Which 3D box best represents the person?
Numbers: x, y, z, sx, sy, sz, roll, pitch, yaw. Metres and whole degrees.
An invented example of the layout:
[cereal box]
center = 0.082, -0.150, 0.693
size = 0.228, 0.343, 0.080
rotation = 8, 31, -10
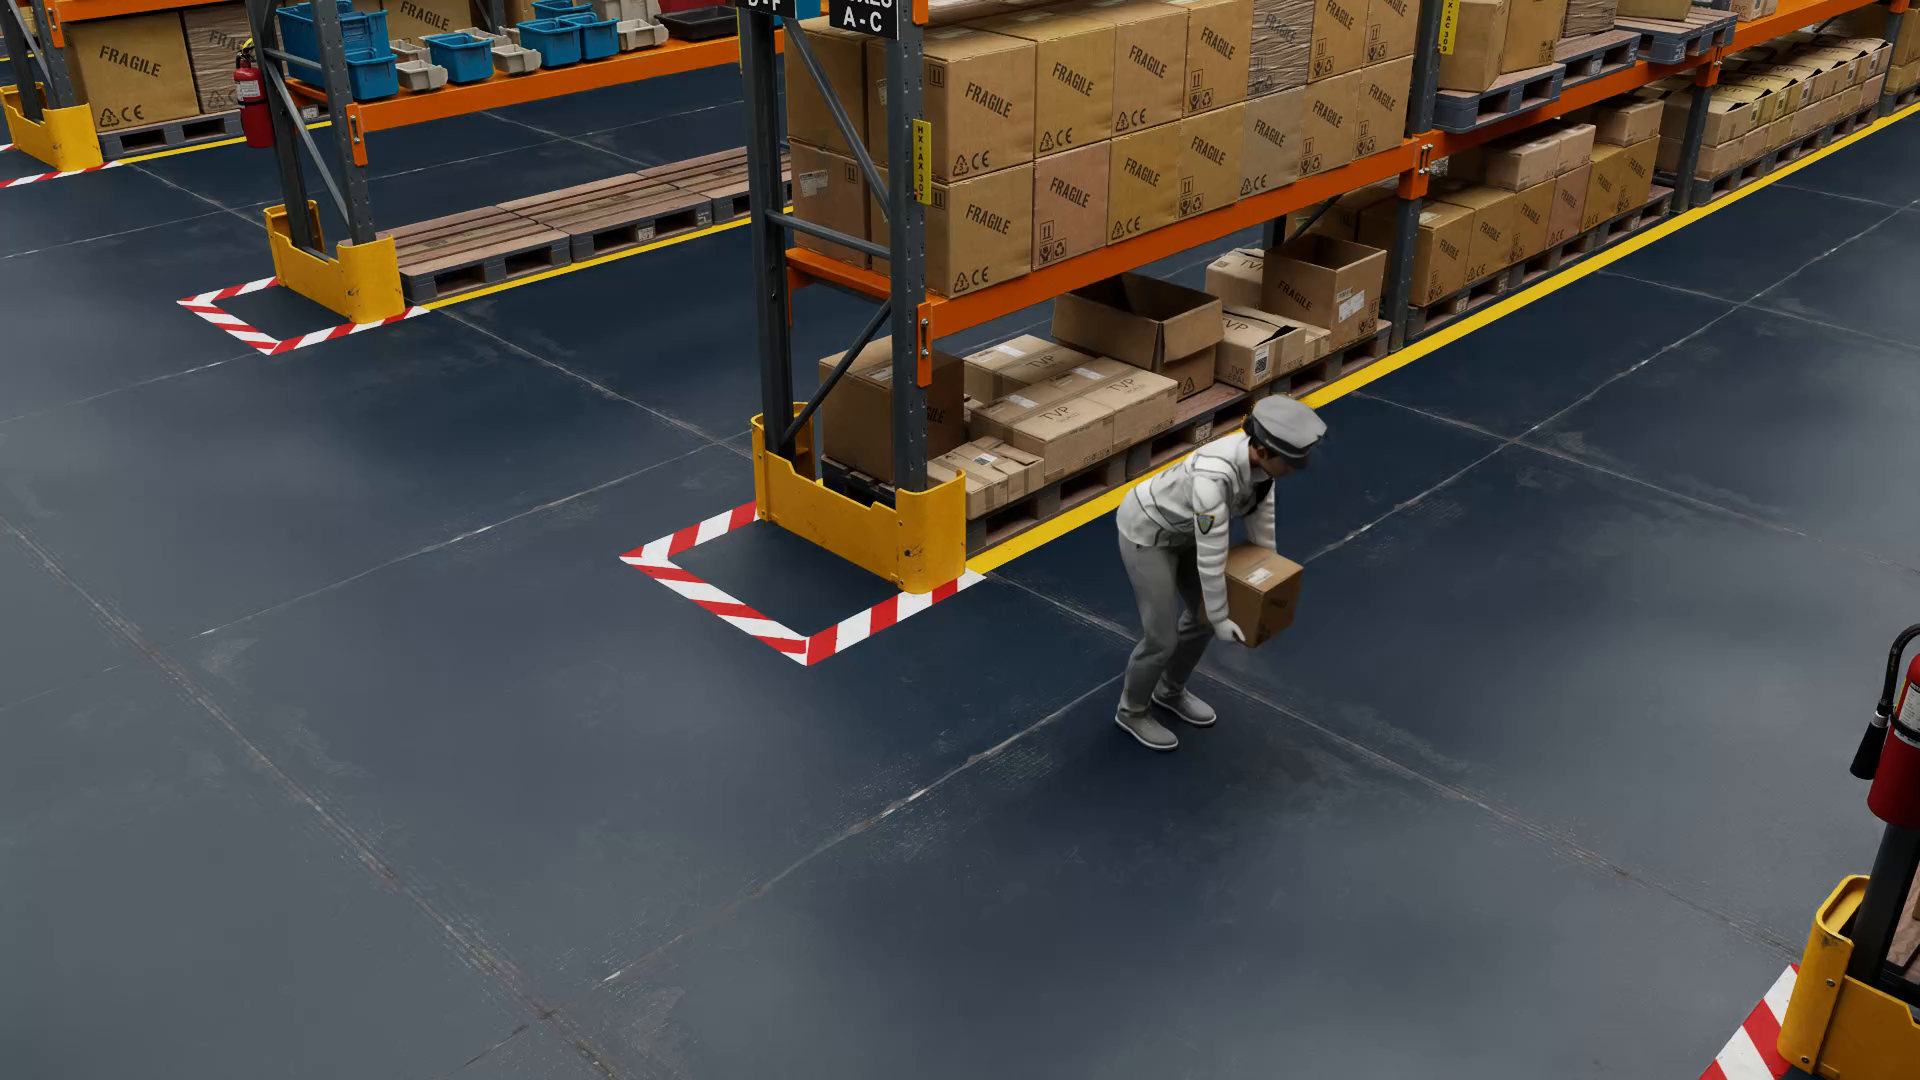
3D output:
[person]
center = 0.926, 0.122, 6.101
size = 0.756, 1.474, 0.415
rotation = 24, 36, 37
